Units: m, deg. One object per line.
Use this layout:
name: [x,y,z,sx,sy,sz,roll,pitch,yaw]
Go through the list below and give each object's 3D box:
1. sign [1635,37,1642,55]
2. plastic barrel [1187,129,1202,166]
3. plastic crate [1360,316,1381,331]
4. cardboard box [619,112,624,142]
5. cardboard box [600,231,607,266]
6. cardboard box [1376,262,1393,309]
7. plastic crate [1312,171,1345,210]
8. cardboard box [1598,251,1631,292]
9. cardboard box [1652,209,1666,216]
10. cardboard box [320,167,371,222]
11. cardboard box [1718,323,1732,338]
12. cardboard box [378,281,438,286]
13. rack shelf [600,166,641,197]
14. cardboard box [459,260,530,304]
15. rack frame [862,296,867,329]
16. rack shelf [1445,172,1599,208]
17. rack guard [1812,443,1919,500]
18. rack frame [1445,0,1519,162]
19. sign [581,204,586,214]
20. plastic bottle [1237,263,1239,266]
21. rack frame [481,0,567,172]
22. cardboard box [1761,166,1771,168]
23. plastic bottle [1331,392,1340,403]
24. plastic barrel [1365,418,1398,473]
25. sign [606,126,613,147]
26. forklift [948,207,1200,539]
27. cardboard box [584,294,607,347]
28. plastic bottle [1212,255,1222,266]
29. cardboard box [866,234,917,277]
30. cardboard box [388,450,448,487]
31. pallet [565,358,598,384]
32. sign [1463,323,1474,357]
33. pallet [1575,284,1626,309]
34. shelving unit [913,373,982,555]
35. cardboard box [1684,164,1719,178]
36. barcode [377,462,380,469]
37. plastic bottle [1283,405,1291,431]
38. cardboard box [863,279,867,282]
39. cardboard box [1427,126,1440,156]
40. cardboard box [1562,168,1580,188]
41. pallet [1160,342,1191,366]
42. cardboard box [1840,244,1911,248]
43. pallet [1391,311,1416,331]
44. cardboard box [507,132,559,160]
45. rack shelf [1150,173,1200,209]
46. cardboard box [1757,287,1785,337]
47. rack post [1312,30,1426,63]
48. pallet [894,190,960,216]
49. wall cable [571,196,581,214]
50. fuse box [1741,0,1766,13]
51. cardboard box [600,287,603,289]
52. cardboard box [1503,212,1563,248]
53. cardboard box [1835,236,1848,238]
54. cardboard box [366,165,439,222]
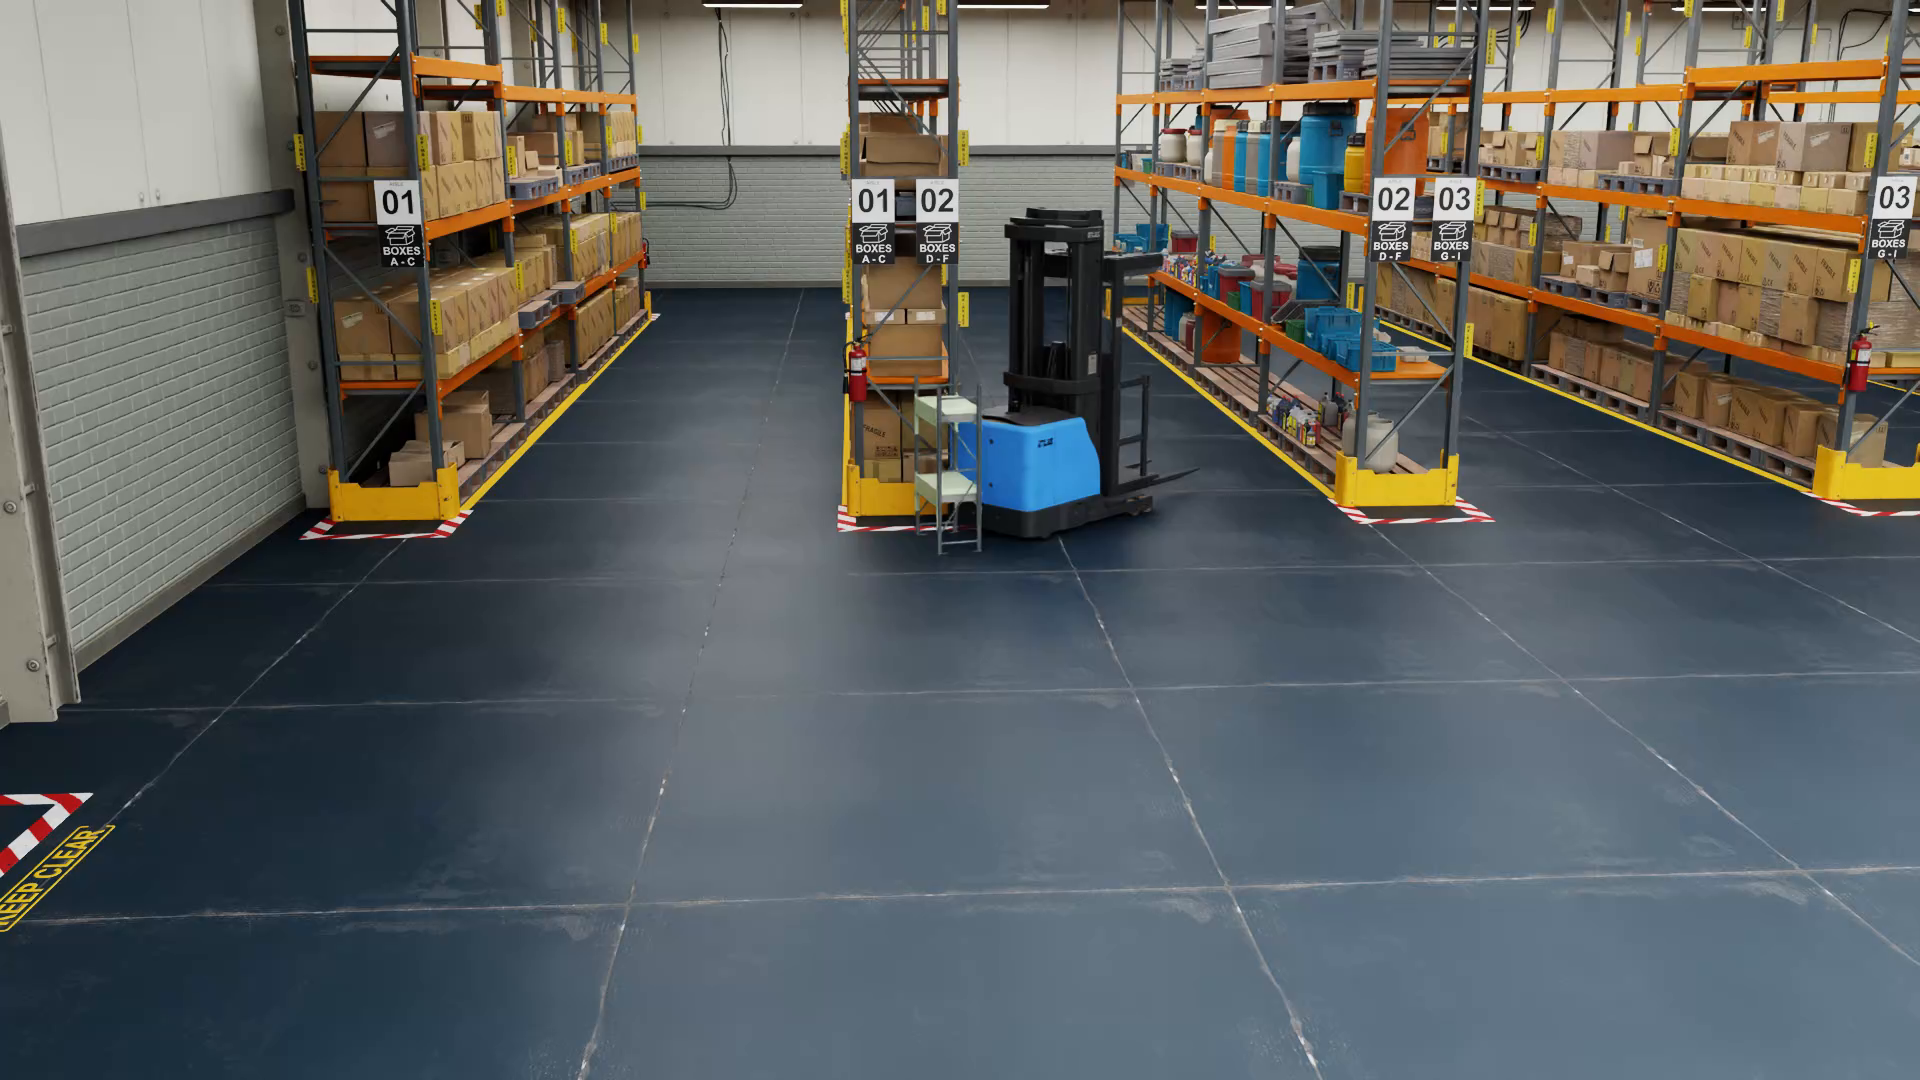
sign: [12.789,-9.311,31.344,0.100,0.325,0.005,-1,14,-3]
plastic barrel: [3.666,-5.966,25.282,0.433,0.535,0.433,0,14,0]
plastic crate: [4.514,-2.467,19.119,0.499,0.251,0.616,-1,14,-3]
cardboard box: [-6.048,-7.074,28.458,0.500,0.500,0.500,-1,14,-3]
cardboard box: [-5.888,-4.612,26.316,0.500,0.500,0.500,-1,14,-3]
cardboard box: [8.494,-4.888,31.649,0.875,0.875,0.875,-1,14,-3]
plastic crate: [4.003,-3.730,17.741,0.392,0.384,0.575,-1,14,-3]
cardboard box: [8.918,-3.570,22.056,0.797,0.503,0.637,1,14,2]
cardboard box: [13.141,-6.229,30.634,0.500,0.500,0.500,-1,14,-5]
cardboard box: [-5.745,-3.273,15.692,0.500,0.500,0.500,0,14,1]
cardboard box: [8.933,-2.397,19.049,0.380,0.149,0.250,-1,14,-3]
cardboard box: [-5.796,-2.456,17.532,0.500,0.500,0.500,-1,14,-3]
rack shelf: [-6.333,-6.249,28.941,1.077,0.370,4.000,-1,14,-3]
cardboard box: [-5.739,-3.185,20.527,0.700,0.500,0.500,1,14,2]
rack frame: [-0.770,-2.735,19.860,1.000,3.000,0.127,-1,14,-3]
rack shelf: [8.746,-5.483,25.966,1.077,0.370,4.000,-1,14,-3]
rack guard: [9.361,-0.701,16.969,1.175,0.500,0.348,-1,14,-3]
rack frame: [8.622,-7.782,27.436,1.000,3.000,0.127,-1,14,-3]
sign: [-7.012,-6.093,31.013,0.100,0.325,0.005,-1,14,-3]
plastic bottle: [4.216,-4.068,25.275,0.061,0.283,0.133,-1,14,-3]
rack frame: [-5.962,-6.558,22.678,1.000,3.000,0.127,-1,14,-3]
cardboard box: [9.453,-4.255,19.248,0.380,0.149,0.250,-2,15,-6]
plastic bottle: [4.502,-1.585,19.824,0.144,0.351,0.185,-1,14,-5]
plastic barrel: [4.305,-0.977,17.176,0.421,0.512,0.421,0,14,0]
sign: [-5.669,-6.513,26.857,0.100,0.325,0.005,-1,14,-3]
forklift: [1.244,-1.728,16.084,1.130,2.935,3.031,13,19,40]
cardboard box: [-5.981,-3.429,26.028,0.750,0.750,0.750,0,14,-2]
plastic bottle: [3.987,-4.243,25.820,0.144,0.351,0.185,-1,14,-3]
cardboard box: [-0.736,-3.301,19.257,0.700,0.500,0.500,-1,14,-3]
cardboard box: [-5.419,-0.747,16.647,0.500,0.311,0.500,-3,15,-10]
pallet: [-5.935,-2.499,24.540,1.003,0.211,1.213,-1,14,-3]
sign: [4.971,-1.957,16.282,0.100,0.325,0.005,-1,14,-3]
pallet: [9.033,-3.297,22.430,1.003,0.211,1.213,-1,14,-3]
shelving unit: [-0.113,-0.694,14.936,0.431,1.500,0.755,-4,15,-16]
cardboard box: [8.830,-4.375,19.713,0.380,0.149,0.250,-1,14,-5]
barcode: [-5.819,-0.750,16.640,0.001,0.075,0.075,-1,14,-3]
plastic bottle: [3.790,-1.412,19.288,0.061,0.283,0.133,0,14,-1]
cardboard box: [-0.913,-2.901,19.003,0.380,0.149,0.250,-1,14,-5]
cardboard box: [8.485,-6.957,29.006,0.700,0.500,0.500,0,14,-1]
cardboard box: [8.676,-5.013,22.996,0.500,0.250,0.500,-1,14,-2]
pallet: [3.763,-2.953,26.303,1.003,0.211,1.213,-1,14,-3]
cardboard box: [9.579,-2.834,17.442,0.500,0.500,0.500,-1,14,-3]
pallet: [8.574,-4.021,30.453,1.003,0.211,1.213,-1,14,-3]
cardboard box: [-6.134,-5.617,23.959,0.700,0.500,0.500,-2,15,-7]
rack shelf: [3.802,-5.407,25.669,1.077,0.370,4.000,-1,14,-3]
cardboard box: [9.220,-2.469,18.030,0.875,0.500,0.500,-1,14,-3]
rack post: [4.271,-5.166,17.420,0.937,0.300,0.954,-1,14,-4]
pallet: [-0.540,-3.326,16.316,1.003,0.211,1.213,-1,14,-3]
wall cable: [-7.481,-6.438,32.213,0.084,1.984,1.851,-1,14,-3]
fuse box: [17.642,-11.871,36.906,0.513,0.334,0.176,-1,14,-3]
cardboard box: [-6.394,-4.299,28.811,0.380,0.149,0.250,-1,14,-5]
cardboard box: [8.803,-4.760,25.517,0.797,0.503,0.637,-1,14,-2]
cardboard box: [13.309,-4.546,25.364,0.380,0.149,0.250,0,14,-2]
cardboard box: [-5.237,-3.261,15.642,0.500,0.500,0.500,-1,14,-2]
